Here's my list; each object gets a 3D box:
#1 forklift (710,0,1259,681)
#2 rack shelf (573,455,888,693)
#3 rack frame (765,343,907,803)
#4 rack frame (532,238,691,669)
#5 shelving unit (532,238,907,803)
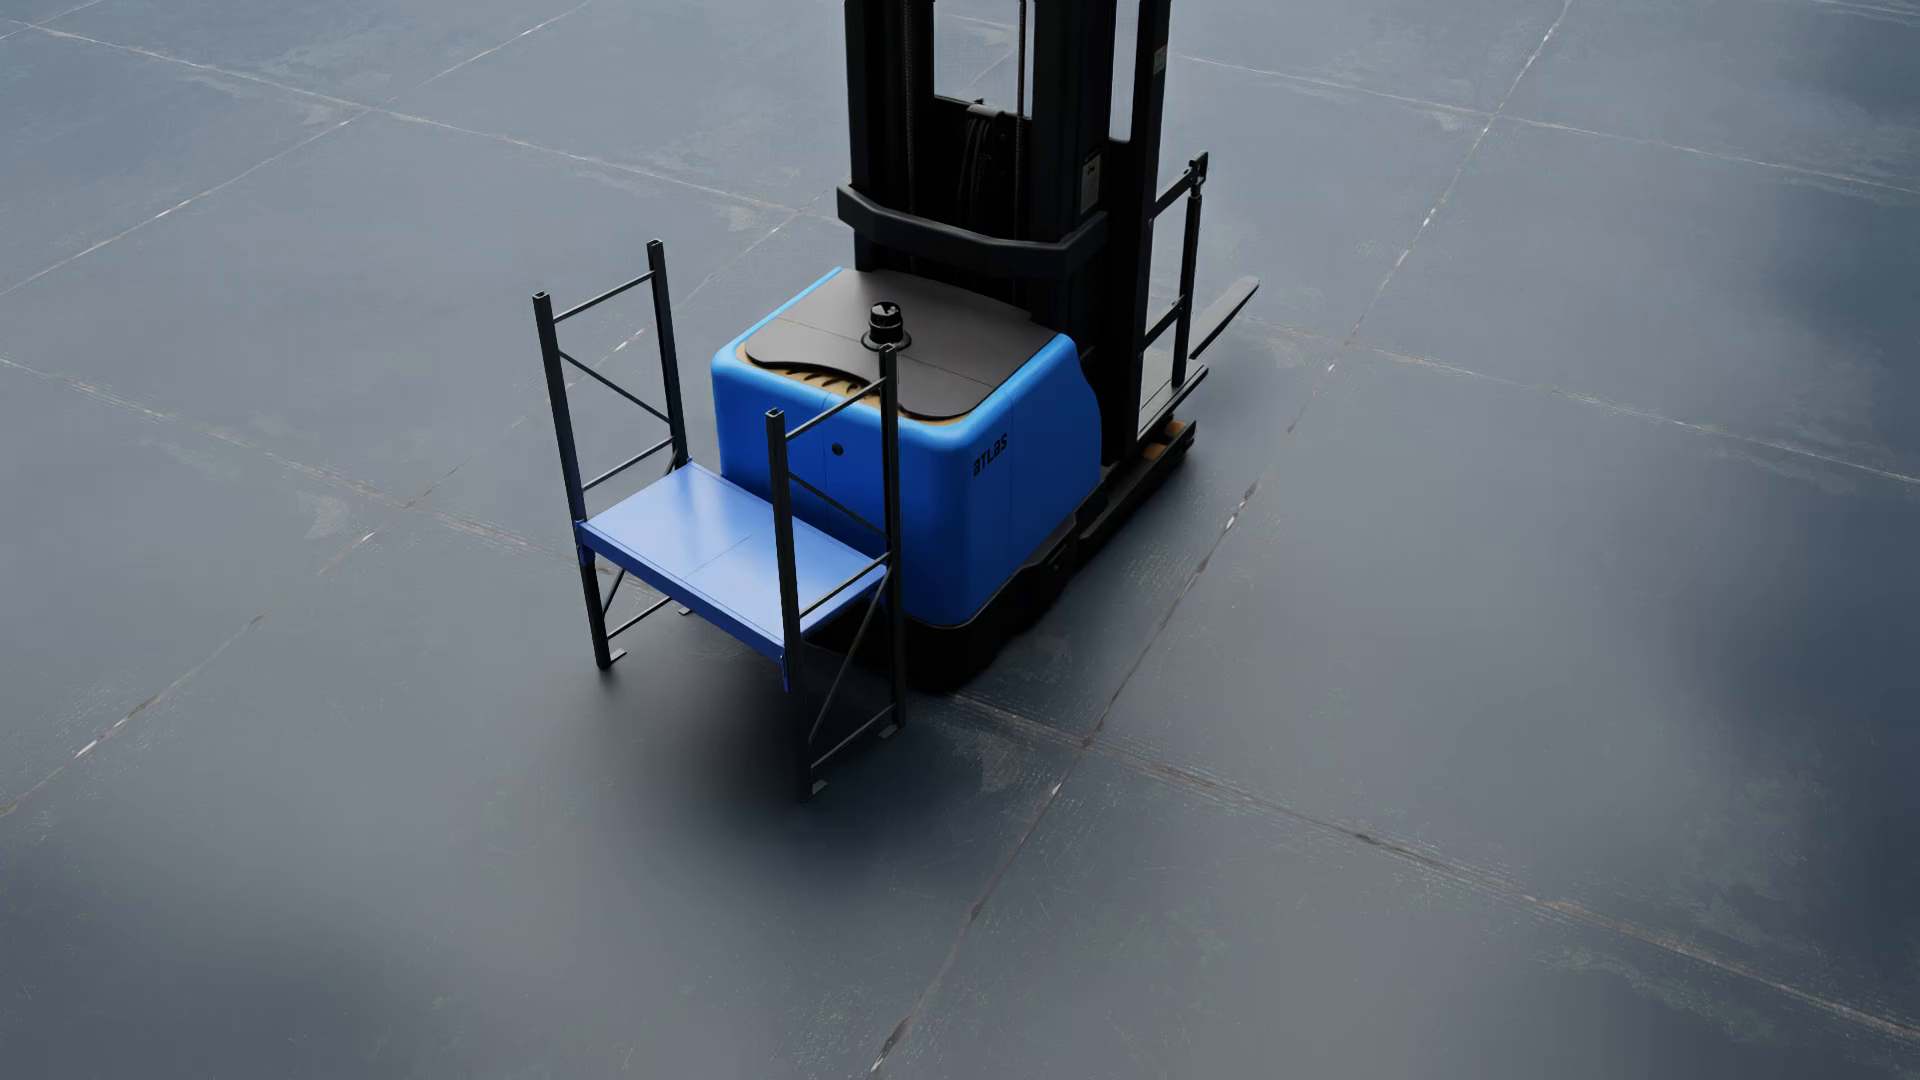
[{"bbox_3d":[0.333,-1.539,6.170,1.130,2.935,3.031,20,42,25],"label":"forklift"},{"bbox_3d":[-0.745,0.087,5.510,1.000,0.185,0.538,27,45,31],"label":"rack shelf"},{"bbox_3d":[-0.359,0.143,5.138,0.032,1.500,0.500,27,45,31],"label":"rack frame"},{"bbox_3d":[-1.131,-0.256,5.664,0.032,1.500,0.500,27,45,31],"label":"rack frame"},{"bbox_3d":[-0.745,-0.057,5.401,1.048,1.500,0.538,27,45,31],"label":"shelving unit"}]
